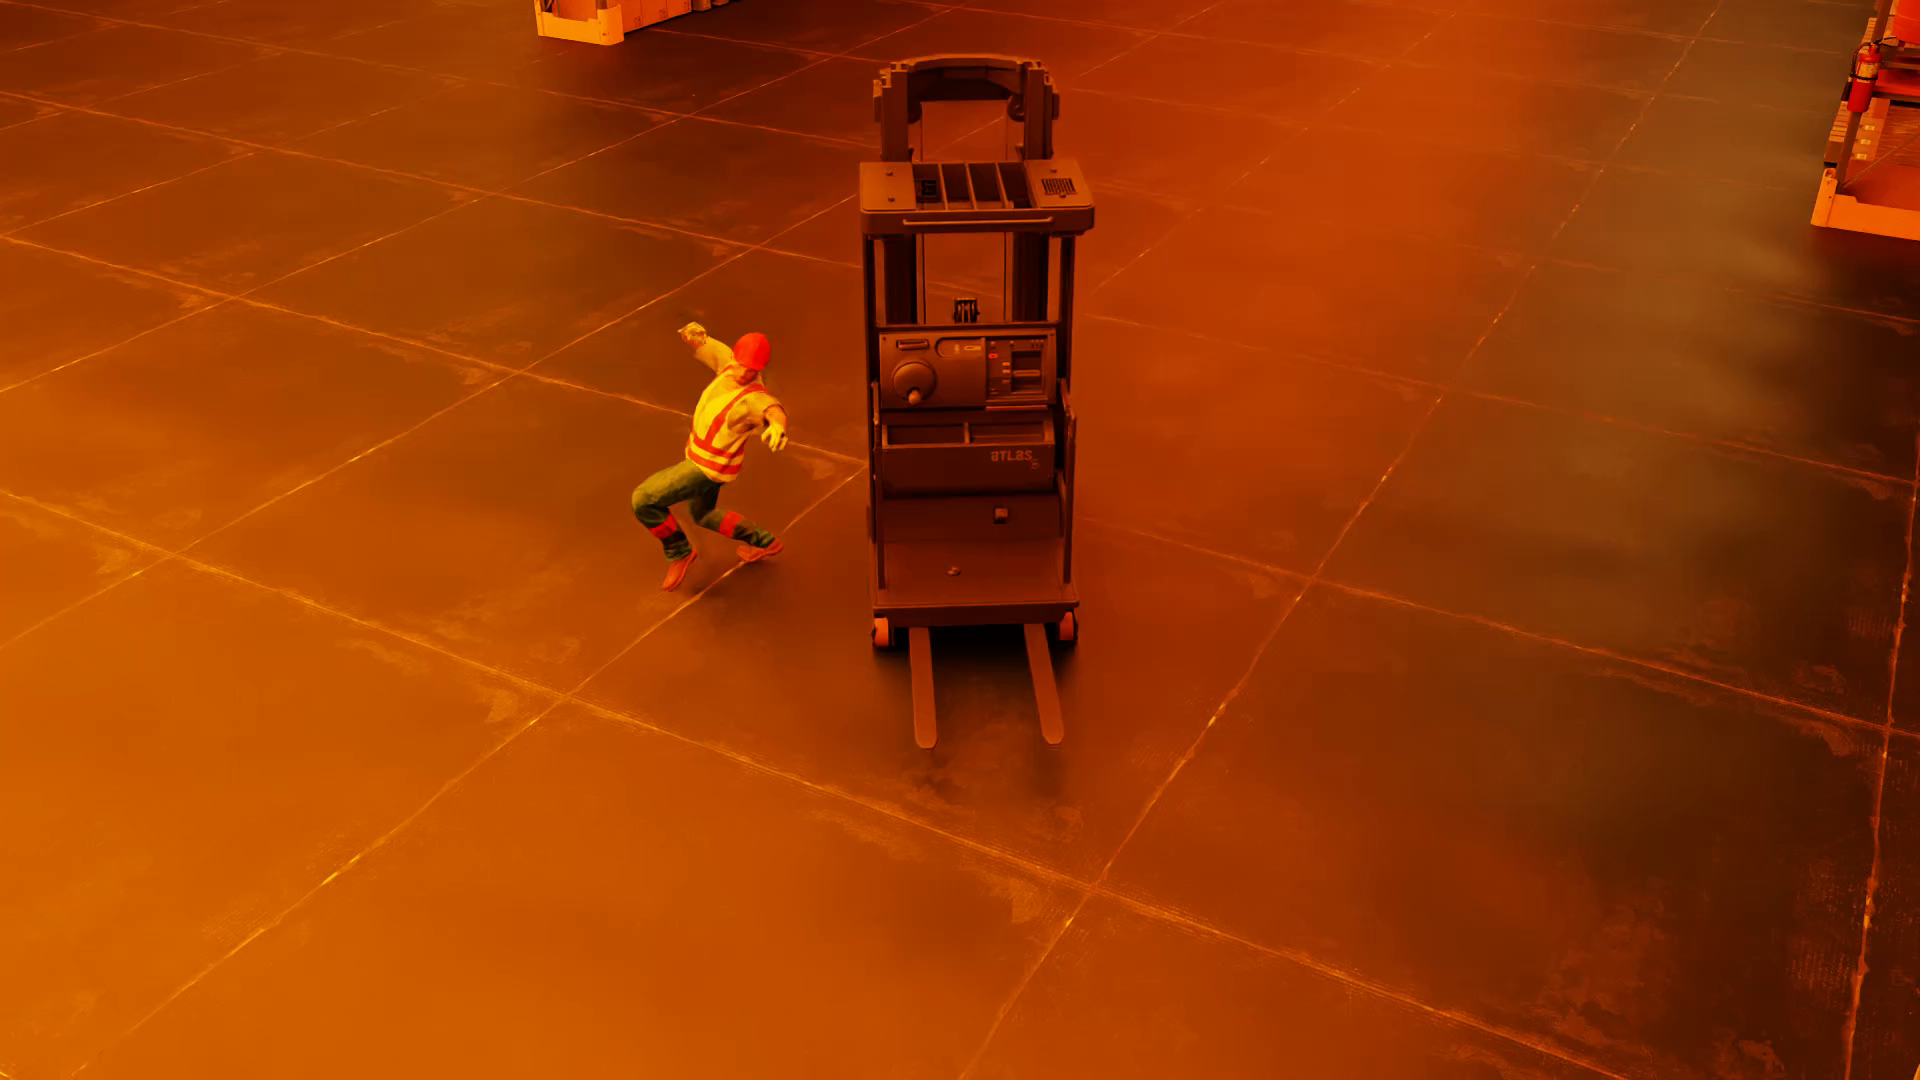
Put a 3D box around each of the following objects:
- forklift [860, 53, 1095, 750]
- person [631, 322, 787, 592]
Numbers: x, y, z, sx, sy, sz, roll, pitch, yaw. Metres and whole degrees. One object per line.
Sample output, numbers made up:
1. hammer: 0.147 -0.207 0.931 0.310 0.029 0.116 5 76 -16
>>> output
1. forklift: 0.059 -0.857 8.555 1.130 2.935 3.031 -2 30 -3
2. person: -1.377 -0.370 9.083 0.863 1.595 1.112 -6 30 -10
